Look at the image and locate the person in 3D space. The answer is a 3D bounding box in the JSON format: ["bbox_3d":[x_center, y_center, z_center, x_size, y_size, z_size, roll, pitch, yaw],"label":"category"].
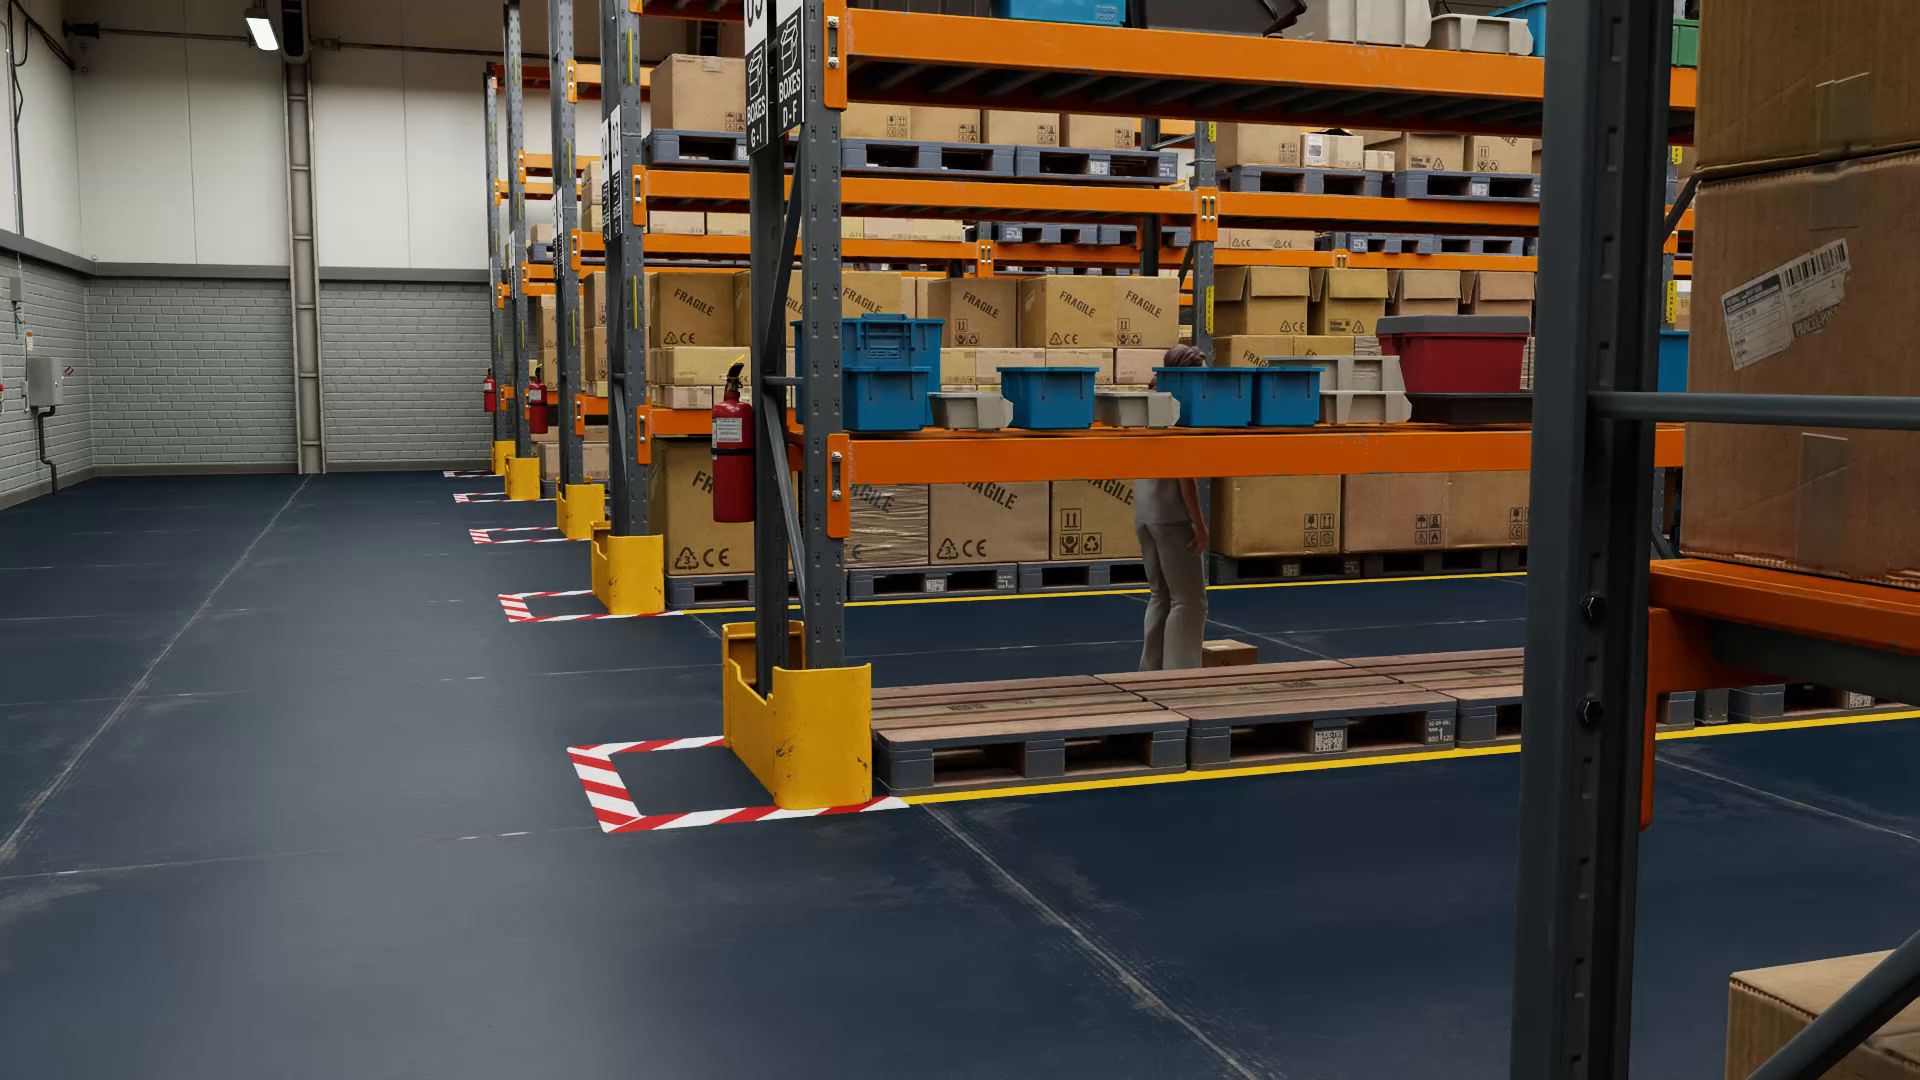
[{"bbox_3d":[0.998,-0.071,7.727,0.361,1.673,0.491,-2,6,-21],"label":"person"}]
